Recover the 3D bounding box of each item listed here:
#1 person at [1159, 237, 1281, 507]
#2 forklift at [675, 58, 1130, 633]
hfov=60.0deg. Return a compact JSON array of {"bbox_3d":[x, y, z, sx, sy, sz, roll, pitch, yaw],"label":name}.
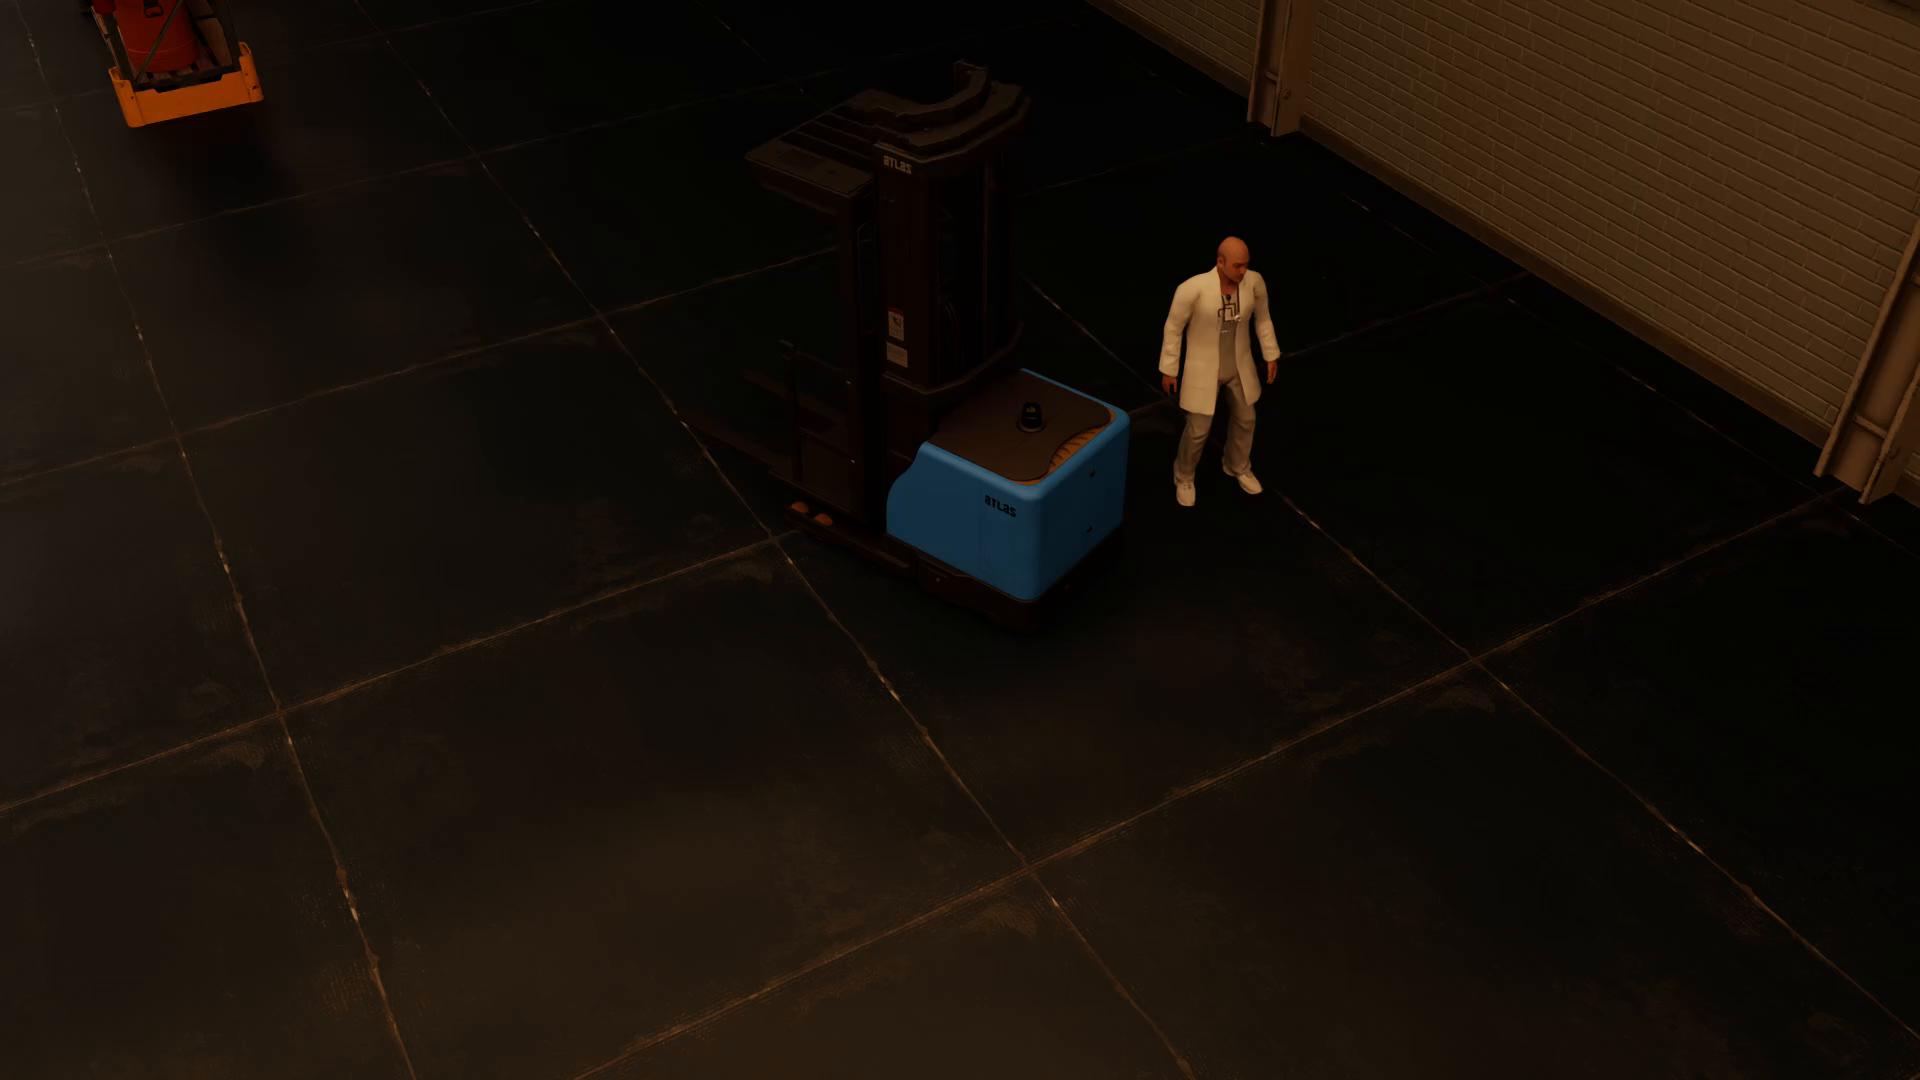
[{"bbox_3d":[1.608,-1.037,10.197,0.767,1.770,0.437,-11,41,-13],"label":"person"},{"bbox_3d":[-0.481,-1.366,9.683,3.031,2.935,1.130,26,46,28],"label":"forklift"}]
